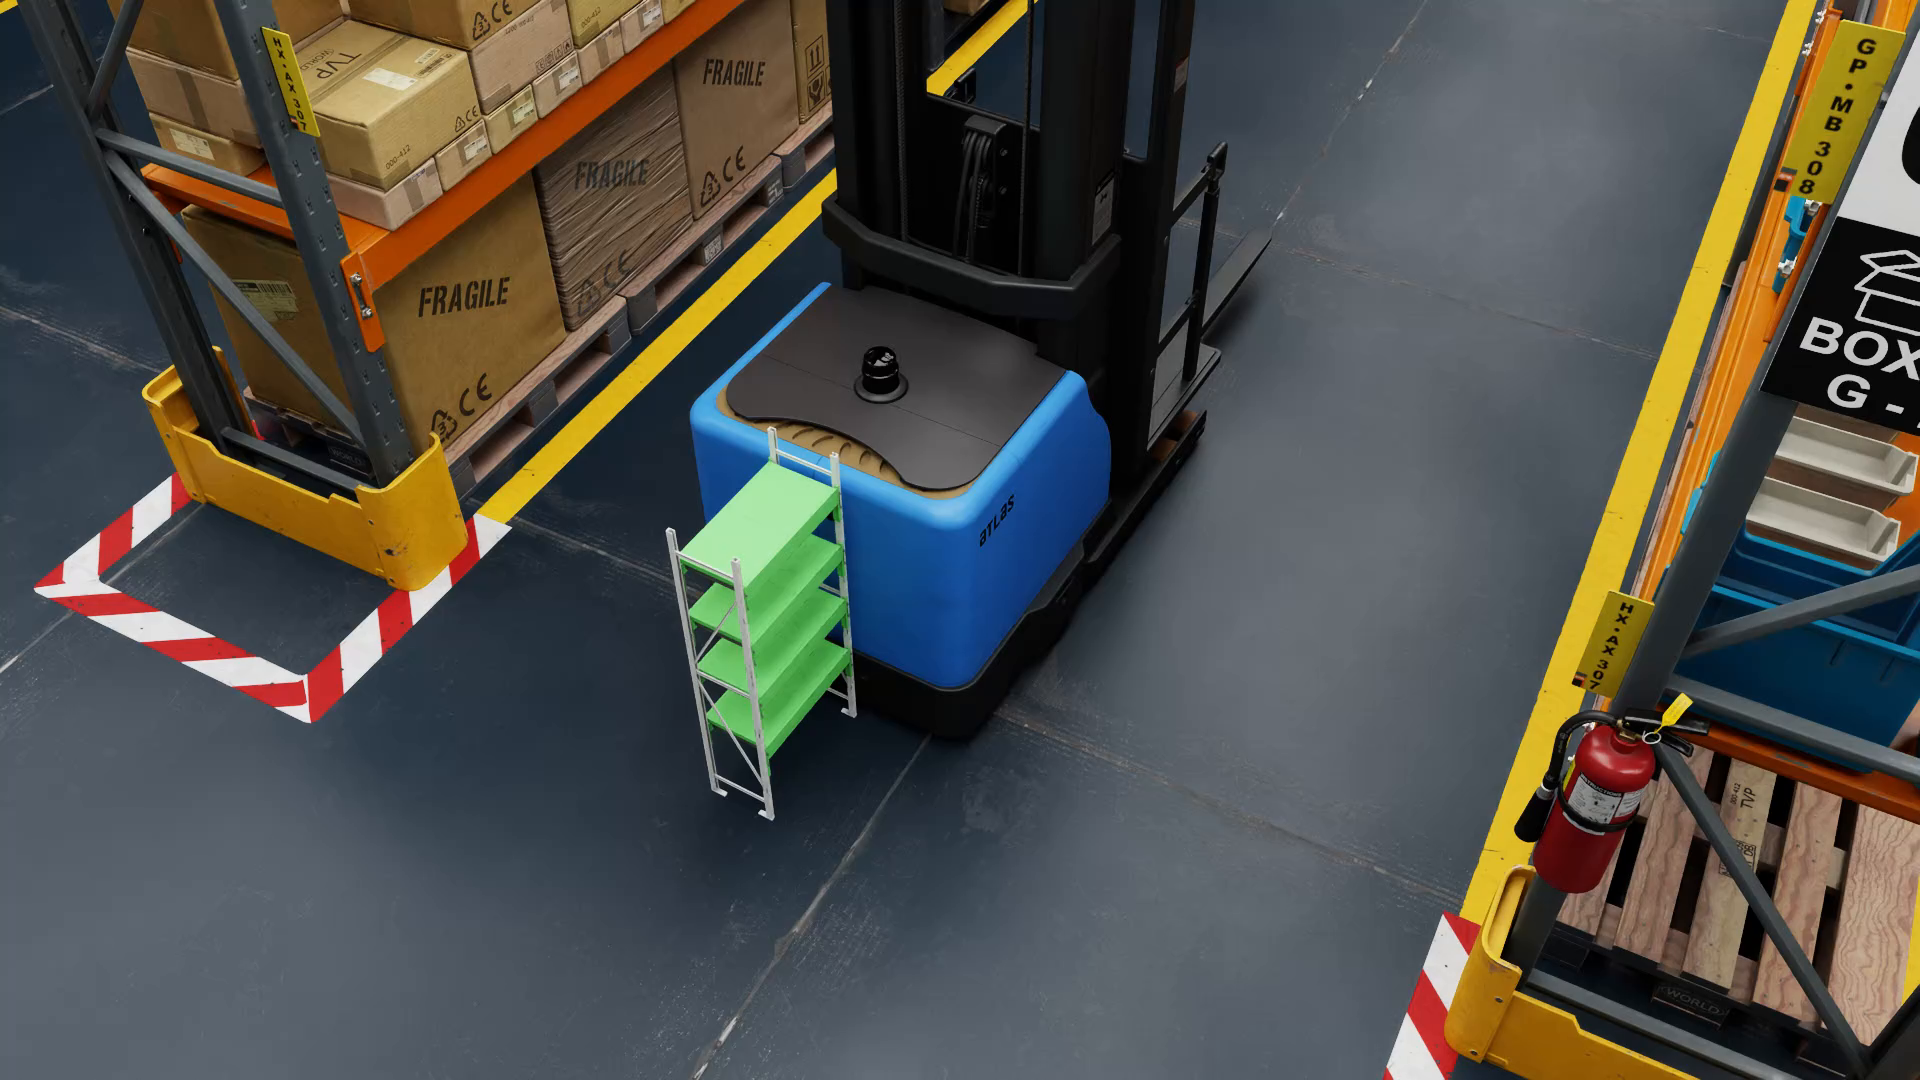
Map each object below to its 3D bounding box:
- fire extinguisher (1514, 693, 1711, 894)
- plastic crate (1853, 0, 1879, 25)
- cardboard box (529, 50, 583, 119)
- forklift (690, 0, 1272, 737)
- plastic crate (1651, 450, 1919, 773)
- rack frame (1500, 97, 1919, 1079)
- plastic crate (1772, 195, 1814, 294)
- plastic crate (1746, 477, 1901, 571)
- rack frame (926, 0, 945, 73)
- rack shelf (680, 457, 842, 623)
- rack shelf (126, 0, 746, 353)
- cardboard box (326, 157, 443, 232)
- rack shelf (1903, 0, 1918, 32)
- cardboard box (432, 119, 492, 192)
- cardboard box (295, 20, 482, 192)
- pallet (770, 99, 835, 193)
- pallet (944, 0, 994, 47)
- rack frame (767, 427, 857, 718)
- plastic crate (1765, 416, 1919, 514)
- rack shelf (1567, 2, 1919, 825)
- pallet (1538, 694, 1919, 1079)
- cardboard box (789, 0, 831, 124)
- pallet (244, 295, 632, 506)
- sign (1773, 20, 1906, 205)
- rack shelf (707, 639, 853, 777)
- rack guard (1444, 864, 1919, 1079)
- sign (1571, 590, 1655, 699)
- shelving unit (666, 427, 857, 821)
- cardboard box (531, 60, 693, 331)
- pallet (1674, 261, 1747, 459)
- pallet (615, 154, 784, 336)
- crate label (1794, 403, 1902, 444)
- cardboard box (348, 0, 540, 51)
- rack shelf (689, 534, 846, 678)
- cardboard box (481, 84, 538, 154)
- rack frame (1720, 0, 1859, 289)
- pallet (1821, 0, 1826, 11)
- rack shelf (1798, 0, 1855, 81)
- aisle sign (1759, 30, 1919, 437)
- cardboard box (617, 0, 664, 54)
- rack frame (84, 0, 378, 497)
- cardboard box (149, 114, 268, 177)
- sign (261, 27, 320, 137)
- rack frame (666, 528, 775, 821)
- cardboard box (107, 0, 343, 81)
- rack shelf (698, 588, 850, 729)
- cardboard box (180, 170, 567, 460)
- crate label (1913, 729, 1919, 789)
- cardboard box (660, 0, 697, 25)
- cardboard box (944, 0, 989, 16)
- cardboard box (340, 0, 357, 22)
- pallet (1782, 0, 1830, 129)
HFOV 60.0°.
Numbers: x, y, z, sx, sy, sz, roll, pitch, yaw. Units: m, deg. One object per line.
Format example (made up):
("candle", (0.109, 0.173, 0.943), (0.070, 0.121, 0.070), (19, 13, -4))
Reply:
("fire extinguisher", (1.507, 0.573, 3.891), (0.296, 0.674, 0.183), (20, 49, 19))
("plastic crate", (3.200, -1.614, 5.649), (0.402, 0.464, 0.583), (20, 49, 19))
("cardboard box", (-1.594, -1.680, 5.978), (0.380, 0.149, 0.250), (20, 49, 18))
("forklift", (0.316, -1.416, 5.589), (1.130, 2.935, 3.031), (22, 49, 21))
("plastic crate", (1.970, 0.164, 3.912), (0.616, 0.435, 0.499), (20, 49, 19))
("rack frame", (1.980, 0.470, 3.677), (1.000, 3.000, 0.127), (20, 49, 19))
("plastic crate", (2.706, -0.871, 5.077), (0.416, 0.233, 0.300), (20, 49, 19))
("plastic crate", (2.198, -0.032, 4.316), (0.396, 0.136, 0.243), (20, 49, 19))
("rack frame", (-0.550, -3.685, 7.783), (1.000, 3.000, 0.127), (20, 49, 19))
("rack shelf", (-0.582, -0.007, 4.828), (0.258, 0.148, 0.480), (23, 50, 21))
("rack shelf", (-1.479, -2.173, 6.794), (1.077, 0.370, 4.000), (20, 49, 19))
("cardboard box", (-1.950, -1.192, 5.496), (0.380, 0.149, 0.250), (21, 49, 19))
("rack shelf", (2.908, -1.660, 4.041), (0.919, 0.124, 3.809), (20, 49, 19))
("cardboard box", (-1.832, -1.354, 5.656), (0.380, 0.149, 0.250), (20, 49, 18))
("cardboard box", (-1.945, -1.431, 5.451), (0.500, 0.250, 0.500), (19, 48, 18))
("pallet", (-0.973, -2.252, 8.327), (1.003, 0.211, 1.213), (20, 49, 19))
("pallet", (-0.259, -3.216, 9.280), (1.003, 0.211, 1.213), (20, 49, 19))
("rack frame", (-0.459, 0.136, 5.272), (0.240, 1.200, 0.015), (23, 50, 21))
("plastic crate", (2.345, -0.210, 4.492), (0.396, 0.136, 0.243), (20, 49, 19))
("rack shelf", (2.908, -0.537, 5.178), (1.077, 0.370, 4.000), (20, 49, 19))
("pallet", (2.397, 0.943, 5.169), (1.003, 0.211, 1.213), (20, 49, 19))
("cardboard box", (-0.928, -2.697, 8.005), (0.875, 0.875, 0.875), (20, 49, 19))
("pallet", (-2.105, -0.715, 6.808), (1.003, 0.211, 1.213), (20, 49, 19))
("sign", (1.485, -0.719, 2.817), (0.100, 0.325, 0.005), (20, 49, 19))
("rack shelf", (-0.582, 0.499, 5.340), (0.258, 0.148, 0.480), (23, 50, 21))
("rack guard", (1.980, 1.368, 4.547), (1.175, 0.500, 0.348), (20, 49, 19))
("sign", (1.485, 0.241, 3.788), (0.100, 0.325, 0.005), (20, 49, 19))
("shelving unit", (-0.582, 0.286, 5.124), (0.258, 1.200, 0.503), (23, 50, 21))
("cardboard box", (-1.759, -1.569, 6.891), (0.875, 0.875, 0.875), (20, 49, 19))
("pallet", (3.530, -0.594, 6.689), (1.003, 0.211, 1.213), (20, 49, 19))
("pallet", (-1.538, -1.481, 7.565), (1.003, 0.211, 1.213), (20, 49, 19))
("crate label", (2.453, -0.394, 4.673), (0.396, 0.136, 0.243), (20, 49, 19))
("cardboard box", (-1.713, -2.009, 5.496), (0.500, 0.500, 0.500), (19, 48, 18))
("rack shelf", (-0.582, 0.162, 4.999), (0.258, 0.148, 0.480), (23, 50, 21))
("cardboard box", (-1.714, -1.515, 5.815), (0.380, 0.149, 0.250), (19, 48, 18))
("rack frame", (3.836, -2.050, 6.167), (1.000, 3.000, 0.127), (20, 49, 19))
("pallet", (5.364, -3.079, 9.145), (1.003, 0.211, 1.213), (20, 49, 19))
("rack shelf", (4.765, -3.057, 7.668), (1.077, 0.370, 4.000), (20, 49, 19))
("aisle sign", (1.687, -0.495, 2.803), (0.394, 0.787, 0.004), (20, 49, 19))
("cardboard box", (-1.355, -2.003, 6.297), (0.380, 0.149, 0.250), (20, 49, 19))
("rack frame", (-2.410, -1.167, 5.294), (0.949, 2.616, 0.053), (20, 49, 19))
("cardboard box", (-2.534, -1.410, 5.712), (0.380, 0.149, 0.250), (21, 49, 20))
("sign", (-1.919, -1.311, 4.772), (0.100, 0.325, 0.005), (20, 49, 19))
("rack frame", (-0.705, 0.435, 4.976), (0.240, 1.200, 0.015), (23, 50, 21))
("cardboard box", (-2.414, -1.875, 5.363), (0.500, 0.500, 0.500), (21, 49, 20))
("rack shelf", (-0.582, 0.331, 5.170), (0.258, 0.148, 0.480), (23, 50, 21))
("cardboard box", (-2.181, -0.996, 6.324), (0.875, 0.875, 0.875), (20, 49, 19))
("crate label", (2.386, 0.461, 3.761), (0.416, 0.233, 0.303), (20, 49, 19))
("cardboard box", (-1.237, -2.161, 6.454), (0.380, 0.149, 0.250), (19, 48, 18))
("cardboard box", (-0.271, -3.496, 8.795), (1.225, 0.875, 0.875), (21, 49, 19))
("cardboard box", (-2.181, -1.930, 5.944), (0.500, 0.250, 0.500), (20, 49, 18))
("pallet", (4.797, -2.314, 8.388), (1.003, 0.211, 1.213), (20, 49, 19))
